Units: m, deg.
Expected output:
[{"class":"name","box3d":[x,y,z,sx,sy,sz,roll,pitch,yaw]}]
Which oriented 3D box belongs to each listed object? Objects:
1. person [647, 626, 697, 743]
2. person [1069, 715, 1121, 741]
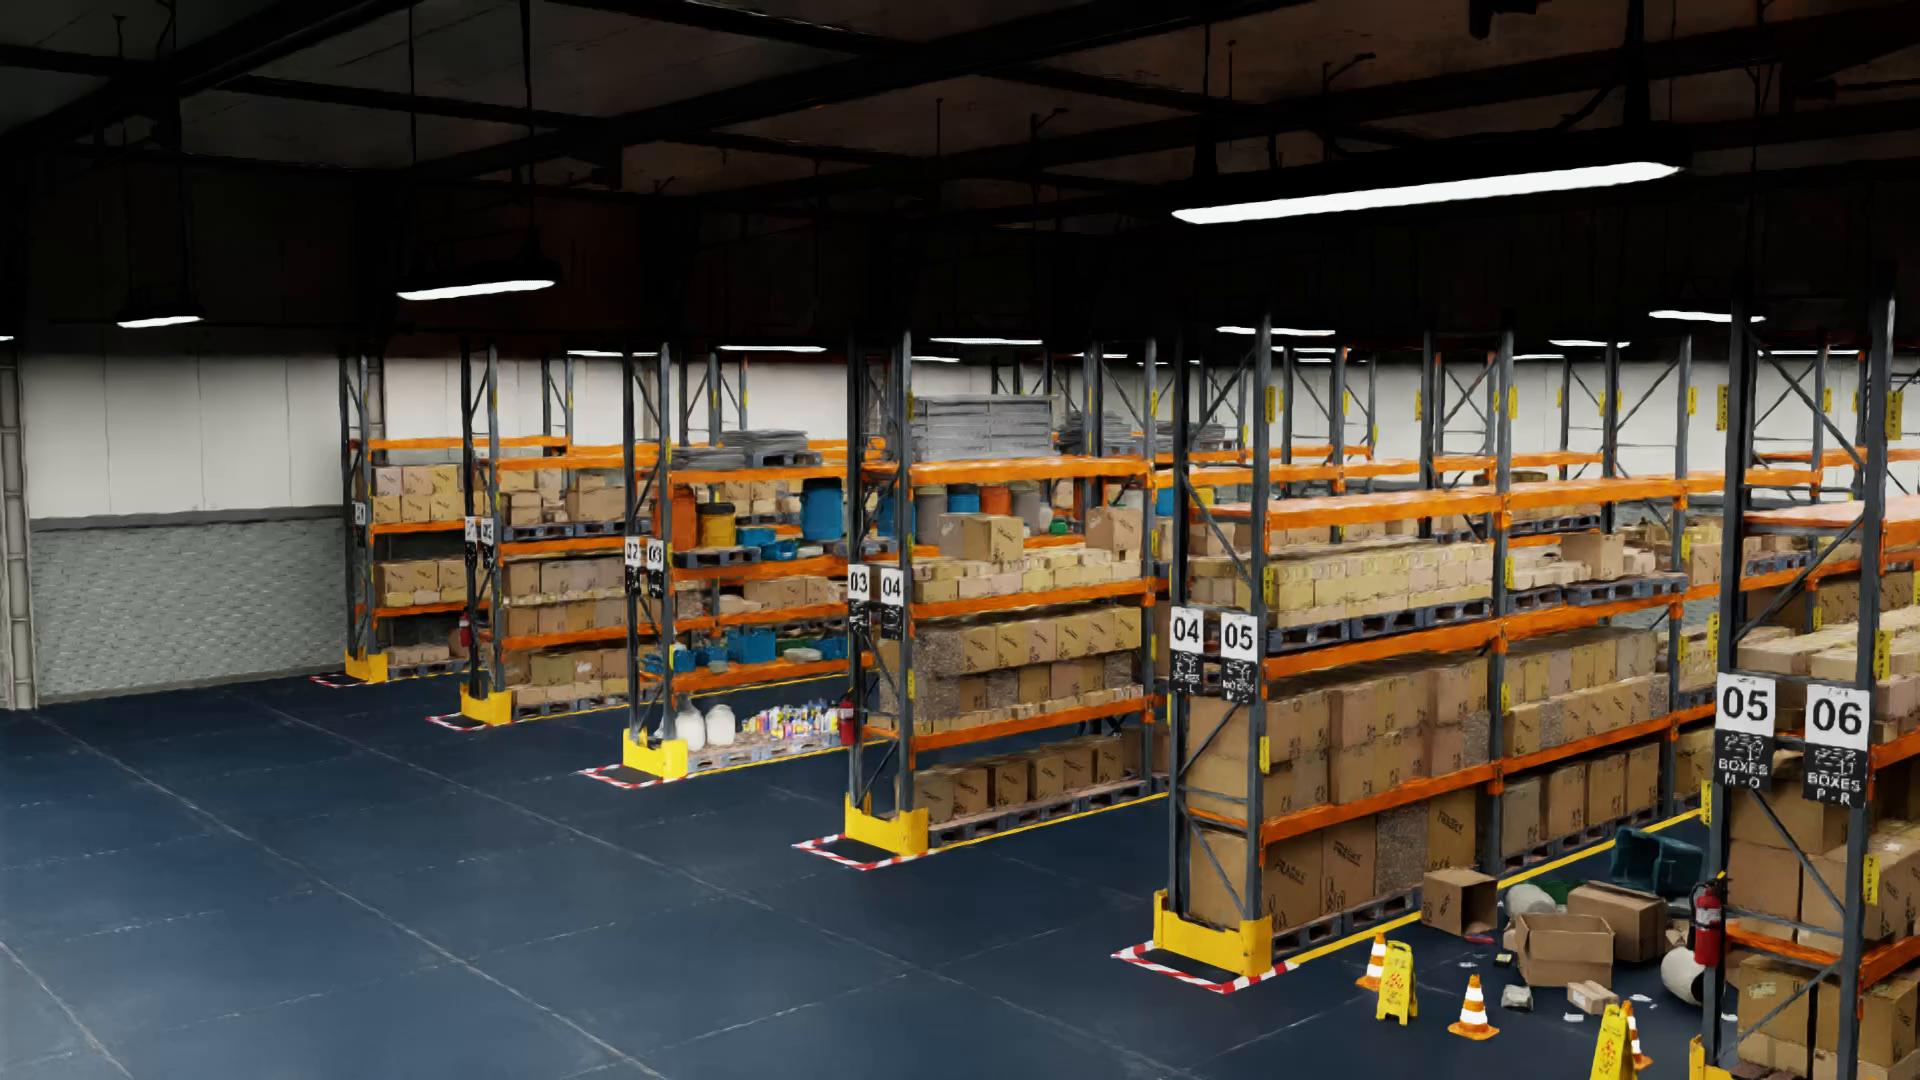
[{"class":"person","box3d":[-4.250,2.097,24.584,1.123,1.709,0.553,-4,7,-39]},{"class":"person","box3d":[1.966,2.232,24.198,1.034,1.525,0.417,-5,7,-43]}]
